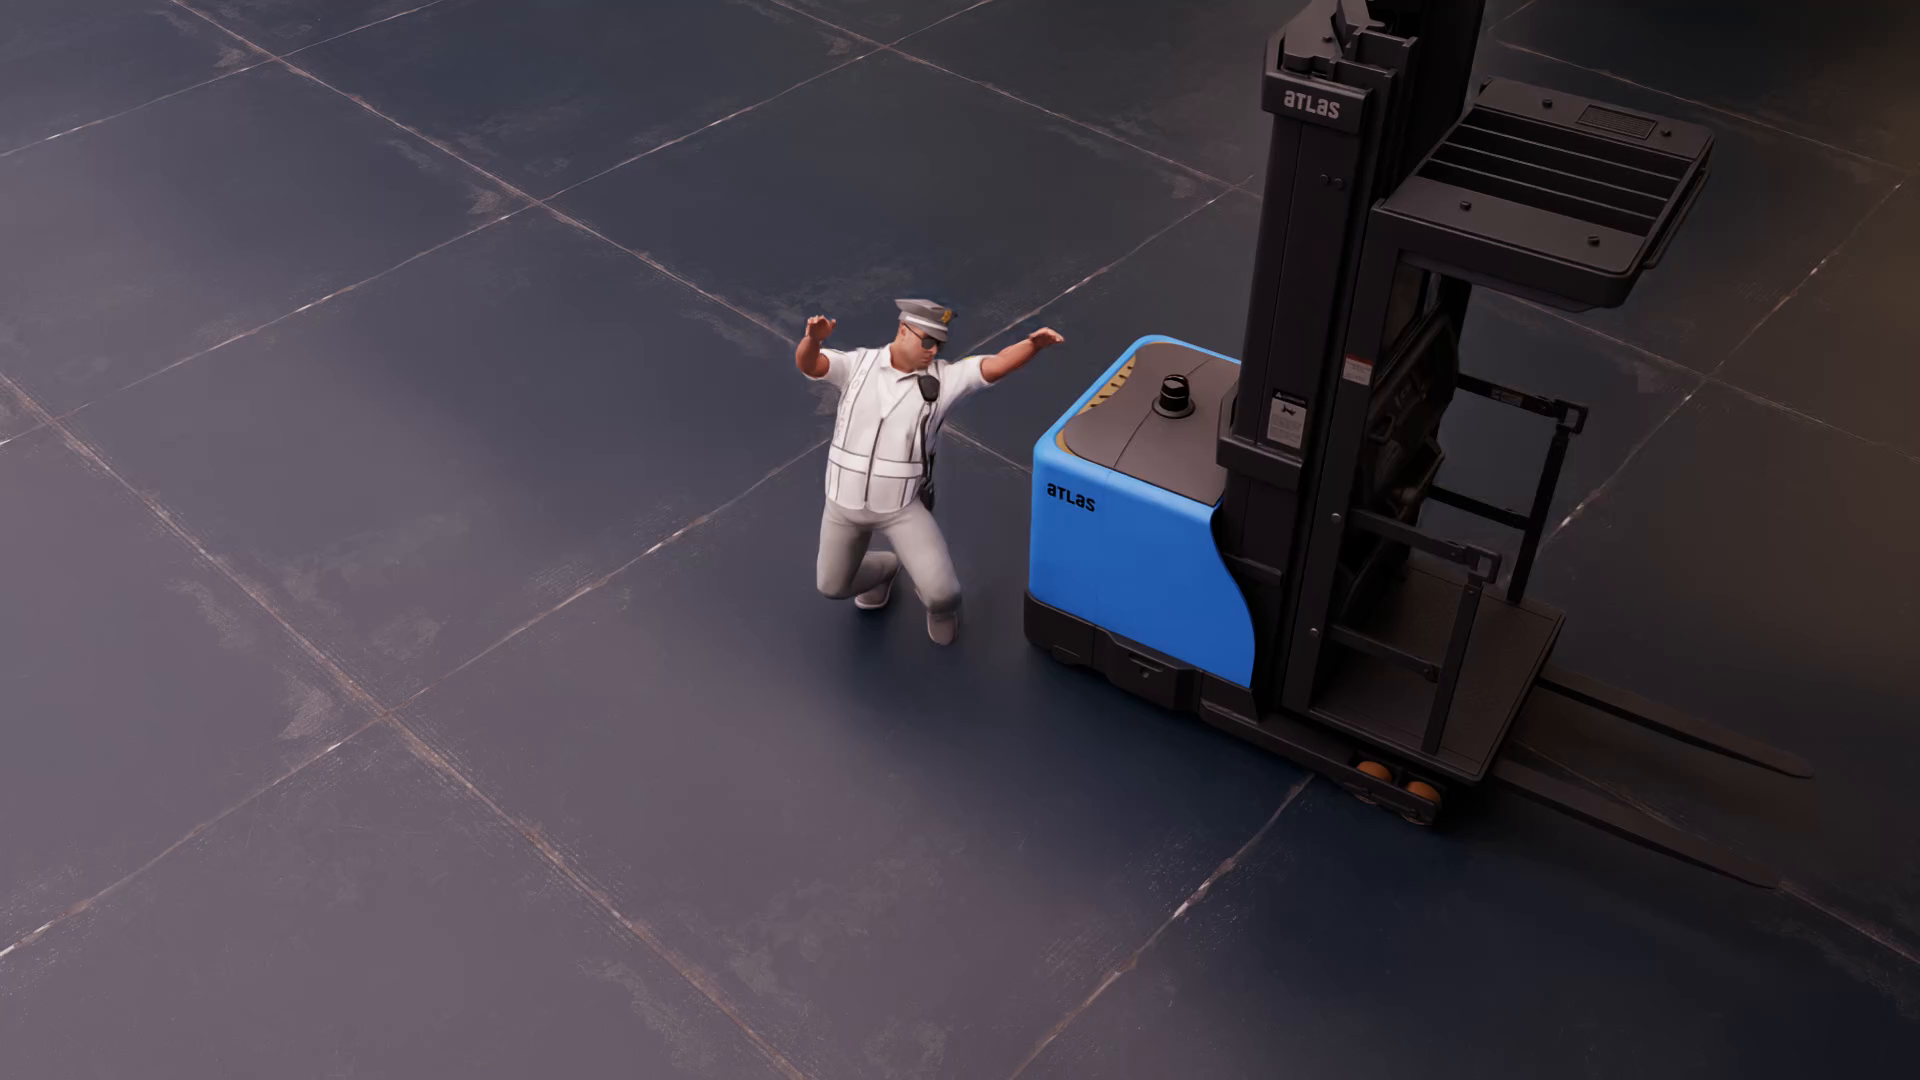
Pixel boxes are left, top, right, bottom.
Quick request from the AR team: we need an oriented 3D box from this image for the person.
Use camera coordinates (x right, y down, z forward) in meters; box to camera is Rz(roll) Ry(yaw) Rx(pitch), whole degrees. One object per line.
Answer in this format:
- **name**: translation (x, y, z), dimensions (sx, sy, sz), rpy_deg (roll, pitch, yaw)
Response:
- **person**: translation (-0.128, -0.273, 6.762), dimensions (1.048, 1.684, 0.845), rpy_deg (8, 41, 9)

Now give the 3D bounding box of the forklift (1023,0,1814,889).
- **forklift**: translation (1.791, -0.416, 5.913), dimensions (3.031, 2.935, 1.130), rpy_deg (22, 45, 24)
